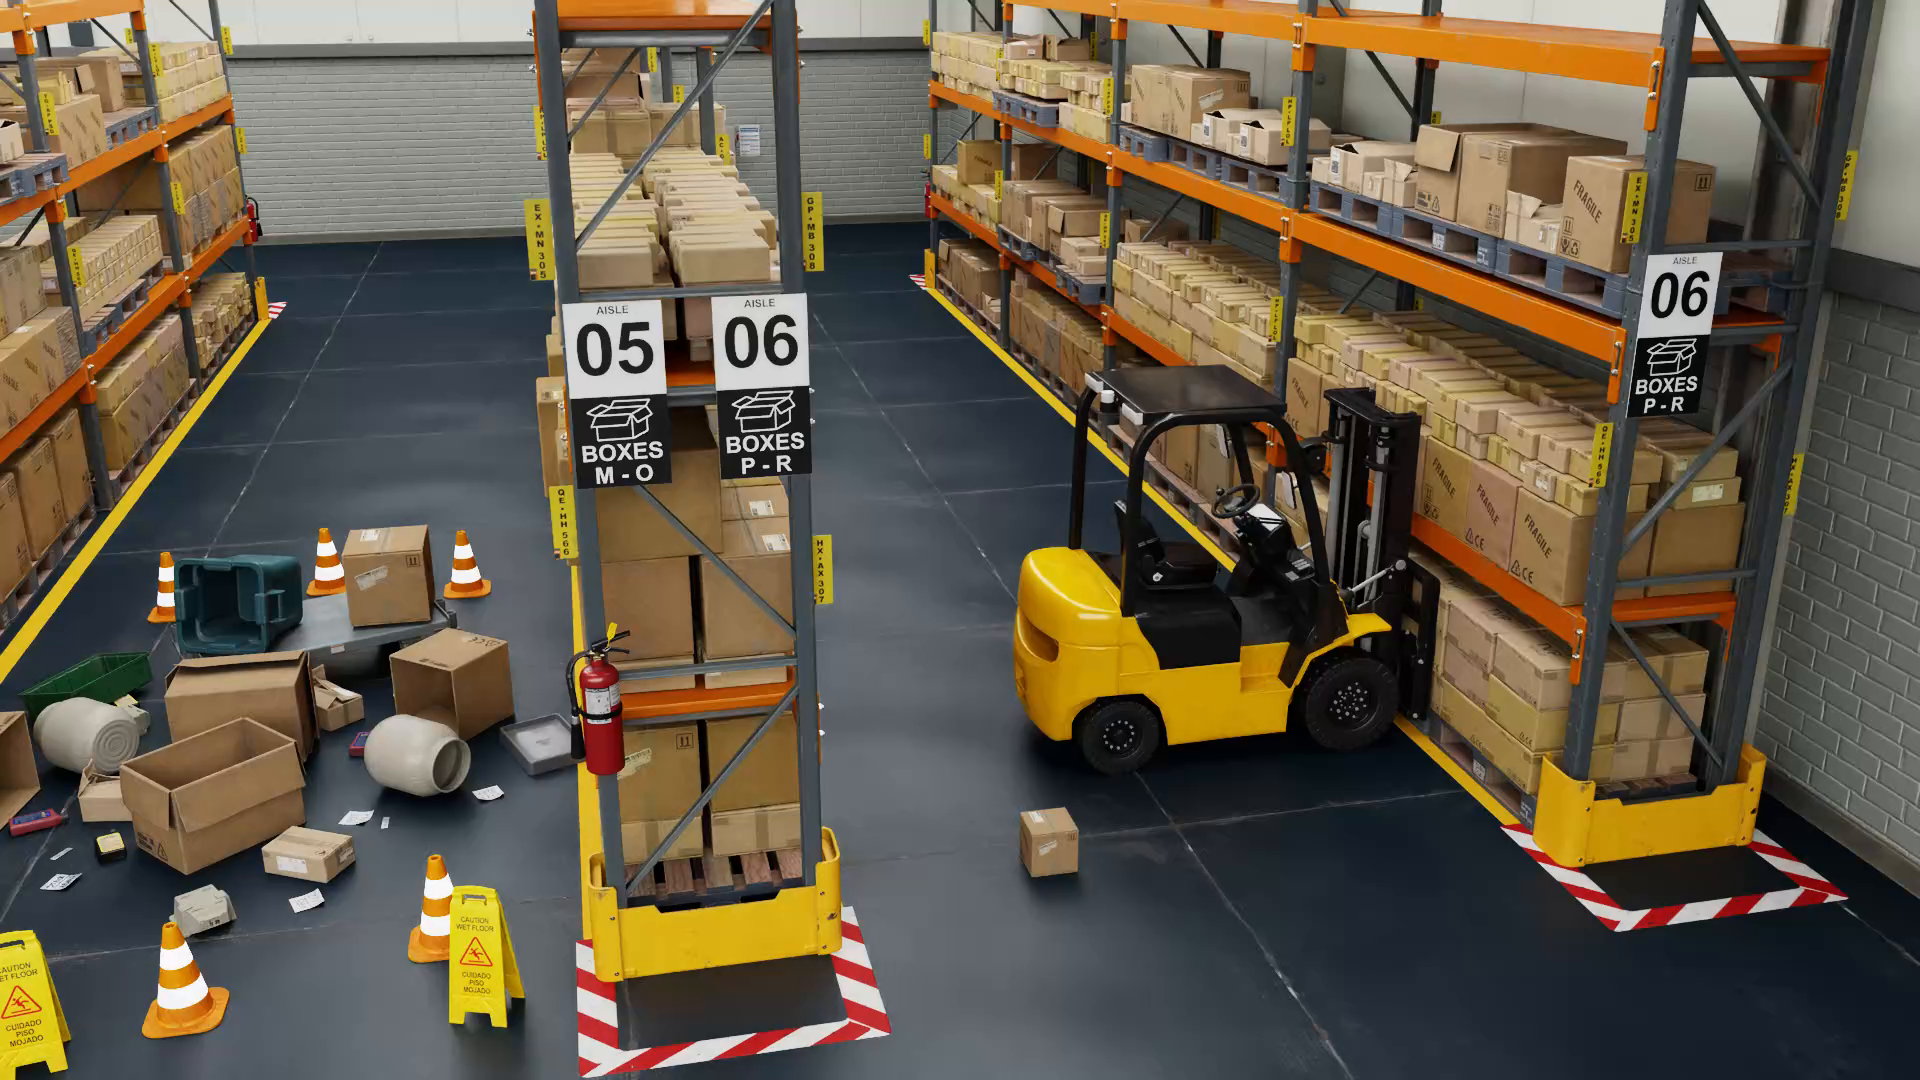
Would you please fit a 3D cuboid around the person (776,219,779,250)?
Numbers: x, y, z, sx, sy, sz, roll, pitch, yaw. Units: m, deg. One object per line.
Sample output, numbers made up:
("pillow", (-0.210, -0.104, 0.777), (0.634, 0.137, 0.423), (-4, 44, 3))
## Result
("person", (-2.105, -2.848, 18.941), (0.491, 1.637, 0.986), (-4, 20, -12))
